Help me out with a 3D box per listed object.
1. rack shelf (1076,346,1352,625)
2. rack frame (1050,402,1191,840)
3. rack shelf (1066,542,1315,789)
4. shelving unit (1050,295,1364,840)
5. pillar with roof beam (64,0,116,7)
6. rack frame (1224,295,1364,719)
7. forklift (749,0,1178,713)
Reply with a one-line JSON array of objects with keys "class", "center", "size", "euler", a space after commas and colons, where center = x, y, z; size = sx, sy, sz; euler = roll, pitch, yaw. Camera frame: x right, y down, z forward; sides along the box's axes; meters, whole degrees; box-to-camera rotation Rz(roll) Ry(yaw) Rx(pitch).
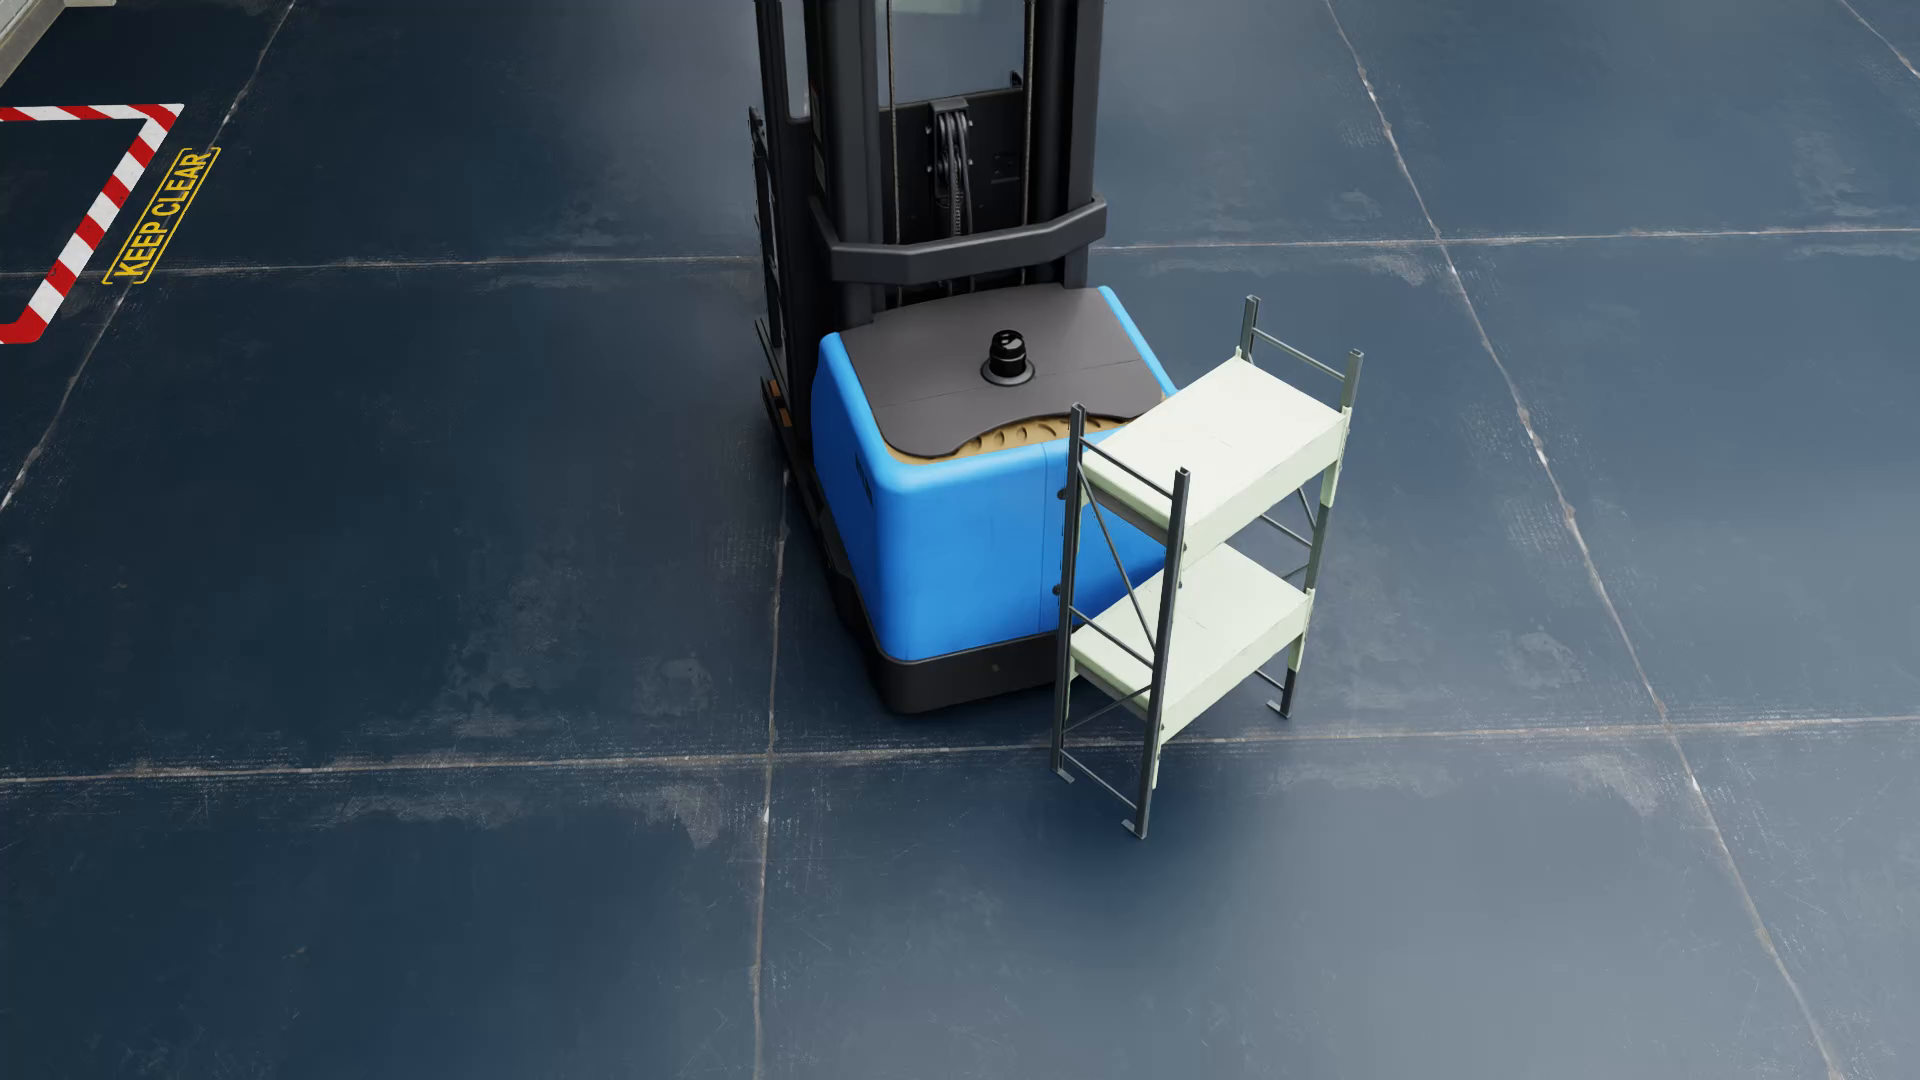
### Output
[{"class": "rack shelf", "center": [0.706, -0.171, 4.749], "size": [0.720, 0.370, 0.431], "euler": [-33, 52, -31]}, {"class": "rack frame", "center": [0.441, 0.288, 4.826], "size": [0.023, 1.500, 0.400], "euler": [-33, 52, -31]}, {"class": "rack shelf", "center": [0.706, 0.357, 5.233], "size": [0.720, 0.370, 0.431], "euler": [-33, 52, -31]}, {"class": "shelving unit", "center": [0.706, 0.117, 5.012], "size": [0.755, 1.500, 0.431], "euler": [-33, 52, -31]}, {"class": "pillar with roof beam", "center": [-0.761, -6.662, 6.859], "size": [9.100, 9.000, 0.400], "euler": [-2, 43, -2]}, {"class": "rack frame", "center": [0.970, -0.054, 5.199], "size": [0.023, 1.500, 0.400], "euler": [-33, 52, -31]}, {"class": "forklift", "center": [-0.173, -1.516, 5.735], "size": [1.130, 2.935, 3.031], "euler": [-11, 44, -12]}]
